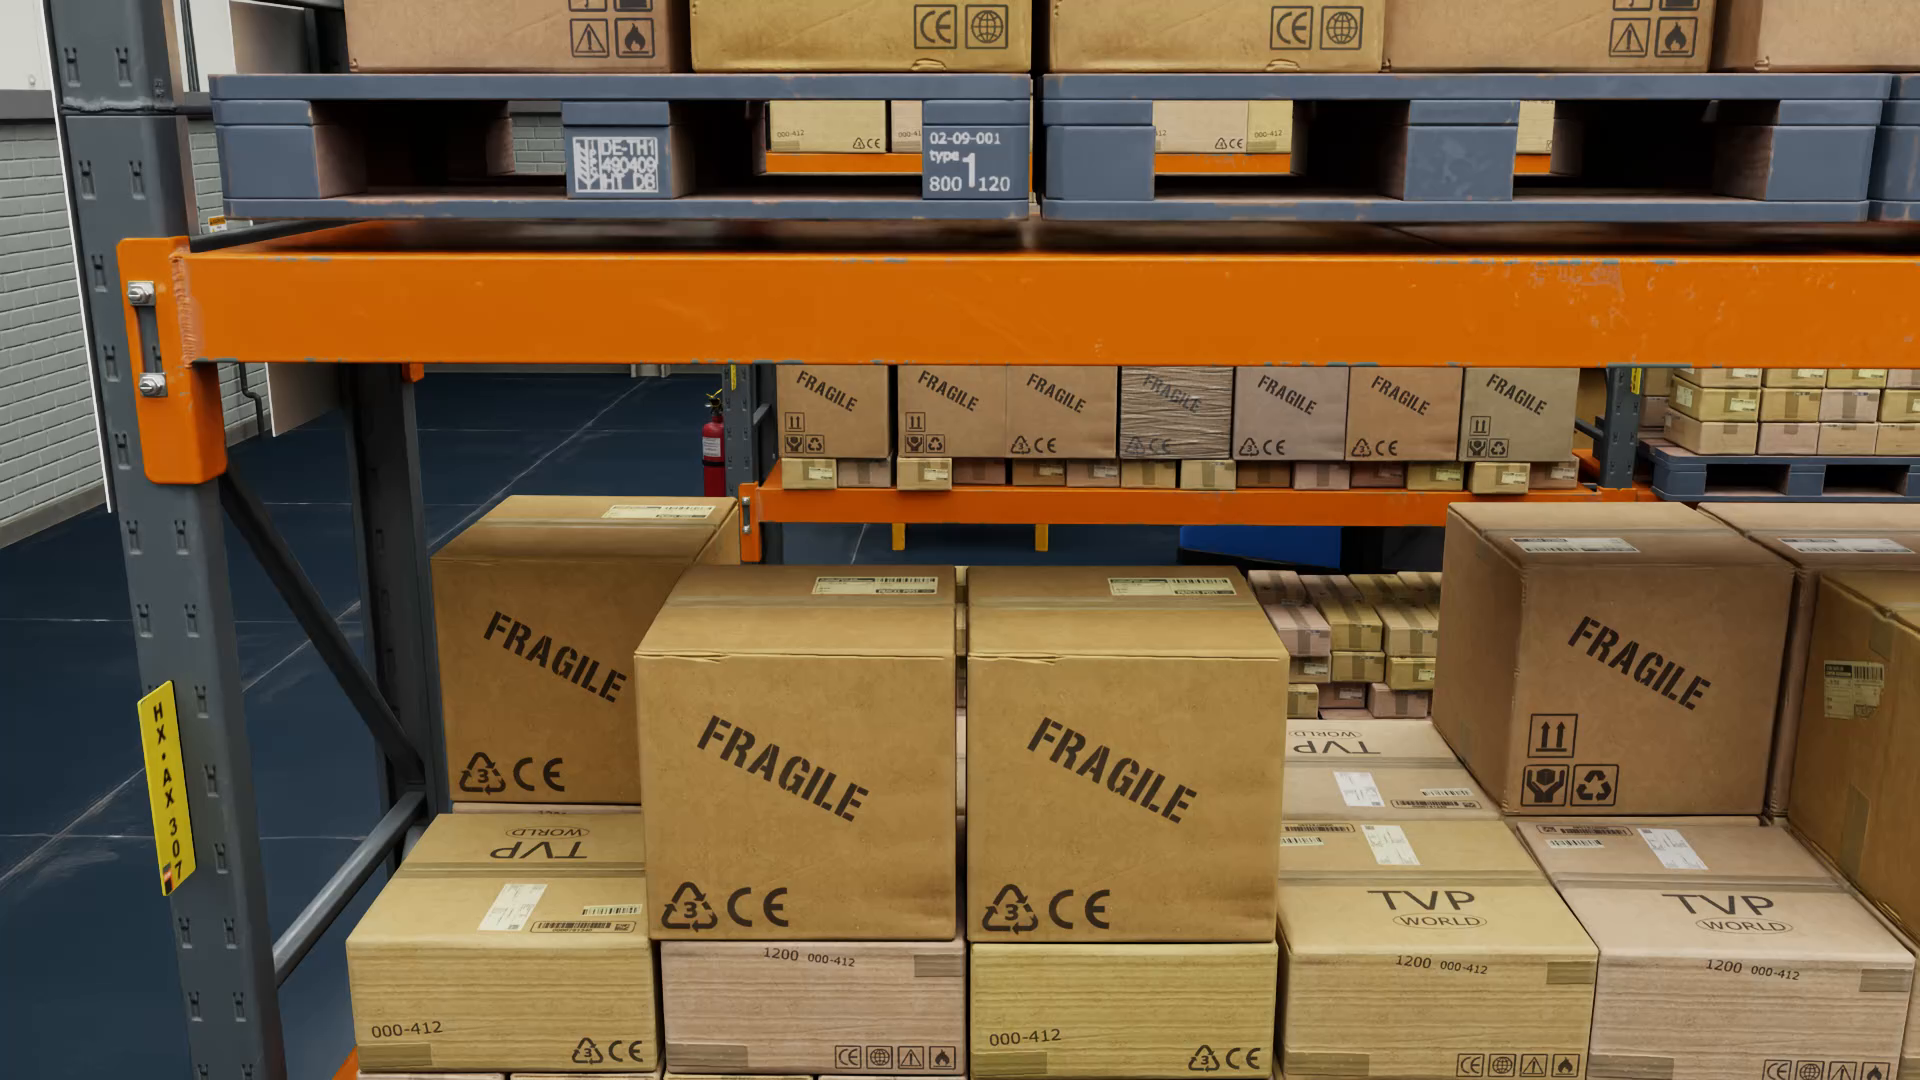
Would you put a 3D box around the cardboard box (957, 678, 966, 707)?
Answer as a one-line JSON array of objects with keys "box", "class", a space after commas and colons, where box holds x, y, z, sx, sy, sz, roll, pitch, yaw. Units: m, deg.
[{"box": [0.026, 0.684, 8.132, 0.250, 0.149, 0.380, 1, 15, 2], "class": "cardboard box"}]

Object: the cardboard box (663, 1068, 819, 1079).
[{"box": [-0.371, 0.918, 2.972, 0.250, 0.149, 0.380, 0, 15, 0], "class": "cardboard box"}]

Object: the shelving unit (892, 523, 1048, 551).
[{"box": [0.076, -0.725, 11.647, 1.083, 1.500, 0.587, 0, 15, 1], "class": "shelving unit"}]

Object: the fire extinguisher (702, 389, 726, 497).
[{"box": [-1.242, -0.459, 8.581, 0.183, 0.674, 0.296, 0, 15, 1], "class": "fire extinguisher"}]

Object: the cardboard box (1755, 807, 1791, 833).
[{"box": [1.809, 0.588, 3.443, 0.500, 0.250, 0.500, 0, 15, 1], "class": "cardboard box"}]

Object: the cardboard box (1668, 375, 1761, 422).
[{"box": [3.379, -0.636, 7.458, 0.250, 0.149, 0.380, 1, 15, 2], "class": "cardboard box"}]

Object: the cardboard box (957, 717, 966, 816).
[{"box": [-0.231, 0.575, 3.492, 0.500, 0.250, 0.500, 0, 15, 0], "class": "cardboard box"}]

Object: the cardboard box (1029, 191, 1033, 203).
[{"box": [0.419, -2.593, 12.359, 0.250, 0.149, 0.380, 1, 15, 2], "class": "cardboard box"}]

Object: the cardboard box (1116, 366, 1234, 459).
[{"box": [0.975, -0.671, 7.722, 0.500, 0.500, 0.500, 0, 15, 0], "class": "cardboard box"}]

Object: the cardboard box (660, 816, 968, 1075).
[{"box": [-0.237, 0.710, 2.981, 0.500, 0.250, 0.500, 0, 15, 1], "class": "cardboard box"}]

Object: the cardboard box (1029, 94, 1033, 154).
[{"box": [0.482, -1.862, 7.432, 0.500, 0.250, 0.500, 0, 15, 0], "class": "cardboard box"}]

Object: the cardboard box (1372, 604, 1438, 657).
[{"box": [2.129, 0.430, 7.931, 0.250, 0.149, 0.380, 0, 15, 1], "class": "cardboard box"}]

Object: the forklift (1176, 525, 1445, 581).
[{"box": [2.917, -1.008, 9.916, 3.031, 2.935, 1.130, 8, 17, 27], "class": "forklift"}]

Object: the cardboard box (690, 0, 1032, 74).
[{"box": [-0.149, -1.019, 2.726, 0.500, 0.500, 0.700, 0, 15, -1], "class": "cardboard box"}]

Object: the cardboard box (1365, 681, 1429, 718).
[{"box": [2.073, 0.721, 7.994, 0.250, 0.149, 0.380, 0, 15, 0], "class": "cardboard box"}]

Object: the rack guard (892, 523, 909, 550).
[{"box": [-0.422, -0.124, 11.819, 0.087, 0.250, 0.587, 0, 15, 1], "class": "rack guard"}]

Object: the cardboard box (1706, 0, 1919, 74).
[{"box": [1.448, -1.011, 2.697, 0.500, 0.500, 0.700, 1, 15, 4], "class": "cardboard box"}]

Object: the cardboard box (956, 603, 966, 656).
[{"box": [0.040, 0.426, 7.943, 0.250, 0.149, 0.380, 0, 15, 1], "class": "cardboard box"}]

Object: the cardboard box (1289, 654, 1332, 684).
[{"box": [1.631, 0.561, 8.017, 0.250, 0.149, 0.380, 1, 15, 3], "class": "cardboard box"}]

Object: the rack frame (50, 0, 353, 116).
[{"box": [-1.230, -2.193, 2.514, 0.127, 3.000, 1.000, 0, 15, 1], "class": "rack frame"}]

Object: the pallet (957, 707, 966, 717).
[{"box": [-0.115, 0.806, 8.370, 1.213, 0.211, 1.003, 0, 15, 1], "class": "pallet"}]

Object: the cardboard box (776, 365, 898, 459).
[{"box": [-0.560, -0.676, 7.742, 0.500, 0.500, 0.500, 1, 15, 4], "class": "cardboard box"}]

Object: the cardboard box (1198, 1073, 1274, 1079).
[{"box": [0.402, 0.923, 2.954, 0.250, 0.149, 0.380, 0, 15, 1], "class": "cardboard box"}]

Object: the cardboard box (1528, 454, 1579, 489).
[{"box": [2.705, -0.352, 7.785, 0.250, 0.149, 0.380, 0, 15, 1], "class": "cardboard box"}]

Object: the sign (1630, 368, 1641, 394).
[{"box": [2.991, -0.811, 7.337, 0.005, 0.325, 0.100, 0, 15, 1], "class": "sign"}]

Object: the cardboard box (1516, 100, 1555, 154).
[{"box": [2.499, -1.843, 7.360, 0.500, 0.250, 0.500, 1, 15, 3], "class": "cardboard box"}]

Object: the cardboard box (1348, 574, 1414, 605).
[{"box": [2.130, 0.296, 8.438, 0.250, 0.149, 0.380, 0, 15, 1], "class": "cardboard box"}]

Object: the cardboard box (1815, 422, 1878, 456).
[{"box": [3.906, -0.490, 7.485, 0.250, 0.149, 0.380, 0, 15, 2], "class": "cardboard box"}]

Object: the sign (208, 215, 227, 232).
[{"box": [-6.623, -2.772, 14.848, 0.001, 0.242, 0.339, 0, 15, 1], "class": "sign"}]

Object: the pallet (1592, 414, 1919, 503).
[{"box": [3.757, -0.396, 7.837, 1.213, 0.211, 1.003, 0, 15, 1], "class": "pallet"}]

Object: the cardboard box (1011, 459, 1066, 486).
[{"box": [0.370, -0.368, 7.849, 0.250, 0.149, 0.380, 0, 15, 1], "class": "cardboard box"}]

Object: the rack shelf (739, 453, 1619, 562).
[{"box": [0.997, -0.196, 8.113, 4.000, 0.370, 1.077, 0, 15, 1], "class": "rack shelf"}]

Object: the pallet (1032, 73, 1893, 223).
[{"box": [0.735, -0.691, 2.872, 1.213, 0.211, 1.003, 0, 15, 1], "class": "pallet"}]

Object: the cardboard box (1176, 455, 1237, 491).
[{"box": [1.141, -0.343, 7.754, 0.250, 0.149, 0.380, 1, 15, 3], "class": "cardboard box"}]

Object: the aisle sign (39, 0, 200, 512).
[{"box": [-1.309, -0.474, 2.659, 0.004, 0.787, 0.394, 0, 15, 1], "class": "aisle sign"}]

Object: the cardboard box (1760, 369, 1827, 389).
[{"box": [3.658, -0.780, 7.419, 0.250, 0.149, 0.380, 1, 15, 3], "class": "cardboard box"}]

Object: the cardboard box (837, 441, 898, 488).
[{"box": [-0.431, -0.359, 7.812, 0.250, 0.149, 0.380, 1, 15, 3], "class": "cardboard box"}]

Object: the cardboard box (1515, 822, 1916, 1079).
[{"box": [1.293, 0.720, 2.941, 0.500, 0.250, 0.500, 1, 15, 3], "class": "cardboard box"}]

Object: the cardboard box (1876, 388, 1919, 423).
[{"box": [4.156, -0.632, 7.442, 0.250, 0.149, 0.380, 0, 15, -1], "class": "cardboard box"}]

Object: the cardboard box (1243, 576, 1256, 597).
[{"box": [1.342, 0.297, 8.434, 0.250, 0.149, 0.380, 0, 15, -1], "class": "cardboard box"}]

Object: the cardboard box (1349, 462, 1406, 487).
[{"box": [1.923, -0.362, 7.823, 0.250, 0.149, 0.380, 0, 15, 0], "class": "cardboard box"}]

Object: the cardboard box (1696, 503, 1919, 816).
[{"box": [1.805, 0.226, 3.344, 0.500, 0.500, 0.500, 0, 15, 1], "class": "cardboard box"}]

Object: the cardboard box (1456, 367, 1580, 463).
[{"box": [2.506, -0.654, 7.660, 0.500, 0.500, 0.500, 0, 15, 2], "class": "cardboard box"}]

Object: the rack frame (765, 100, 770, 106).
[{"box": [-1.002, -3.458, 7.305, 0.127, 3.000, 1.000, 0, 15, 1], "class": "rack frame"}]

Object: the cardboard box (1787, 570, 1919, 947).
[{"box": [1.802, 0.360, 2.835, 0.500, 0.500, 0.500, 1, 15, 2], "class": "cardboard box"}]
